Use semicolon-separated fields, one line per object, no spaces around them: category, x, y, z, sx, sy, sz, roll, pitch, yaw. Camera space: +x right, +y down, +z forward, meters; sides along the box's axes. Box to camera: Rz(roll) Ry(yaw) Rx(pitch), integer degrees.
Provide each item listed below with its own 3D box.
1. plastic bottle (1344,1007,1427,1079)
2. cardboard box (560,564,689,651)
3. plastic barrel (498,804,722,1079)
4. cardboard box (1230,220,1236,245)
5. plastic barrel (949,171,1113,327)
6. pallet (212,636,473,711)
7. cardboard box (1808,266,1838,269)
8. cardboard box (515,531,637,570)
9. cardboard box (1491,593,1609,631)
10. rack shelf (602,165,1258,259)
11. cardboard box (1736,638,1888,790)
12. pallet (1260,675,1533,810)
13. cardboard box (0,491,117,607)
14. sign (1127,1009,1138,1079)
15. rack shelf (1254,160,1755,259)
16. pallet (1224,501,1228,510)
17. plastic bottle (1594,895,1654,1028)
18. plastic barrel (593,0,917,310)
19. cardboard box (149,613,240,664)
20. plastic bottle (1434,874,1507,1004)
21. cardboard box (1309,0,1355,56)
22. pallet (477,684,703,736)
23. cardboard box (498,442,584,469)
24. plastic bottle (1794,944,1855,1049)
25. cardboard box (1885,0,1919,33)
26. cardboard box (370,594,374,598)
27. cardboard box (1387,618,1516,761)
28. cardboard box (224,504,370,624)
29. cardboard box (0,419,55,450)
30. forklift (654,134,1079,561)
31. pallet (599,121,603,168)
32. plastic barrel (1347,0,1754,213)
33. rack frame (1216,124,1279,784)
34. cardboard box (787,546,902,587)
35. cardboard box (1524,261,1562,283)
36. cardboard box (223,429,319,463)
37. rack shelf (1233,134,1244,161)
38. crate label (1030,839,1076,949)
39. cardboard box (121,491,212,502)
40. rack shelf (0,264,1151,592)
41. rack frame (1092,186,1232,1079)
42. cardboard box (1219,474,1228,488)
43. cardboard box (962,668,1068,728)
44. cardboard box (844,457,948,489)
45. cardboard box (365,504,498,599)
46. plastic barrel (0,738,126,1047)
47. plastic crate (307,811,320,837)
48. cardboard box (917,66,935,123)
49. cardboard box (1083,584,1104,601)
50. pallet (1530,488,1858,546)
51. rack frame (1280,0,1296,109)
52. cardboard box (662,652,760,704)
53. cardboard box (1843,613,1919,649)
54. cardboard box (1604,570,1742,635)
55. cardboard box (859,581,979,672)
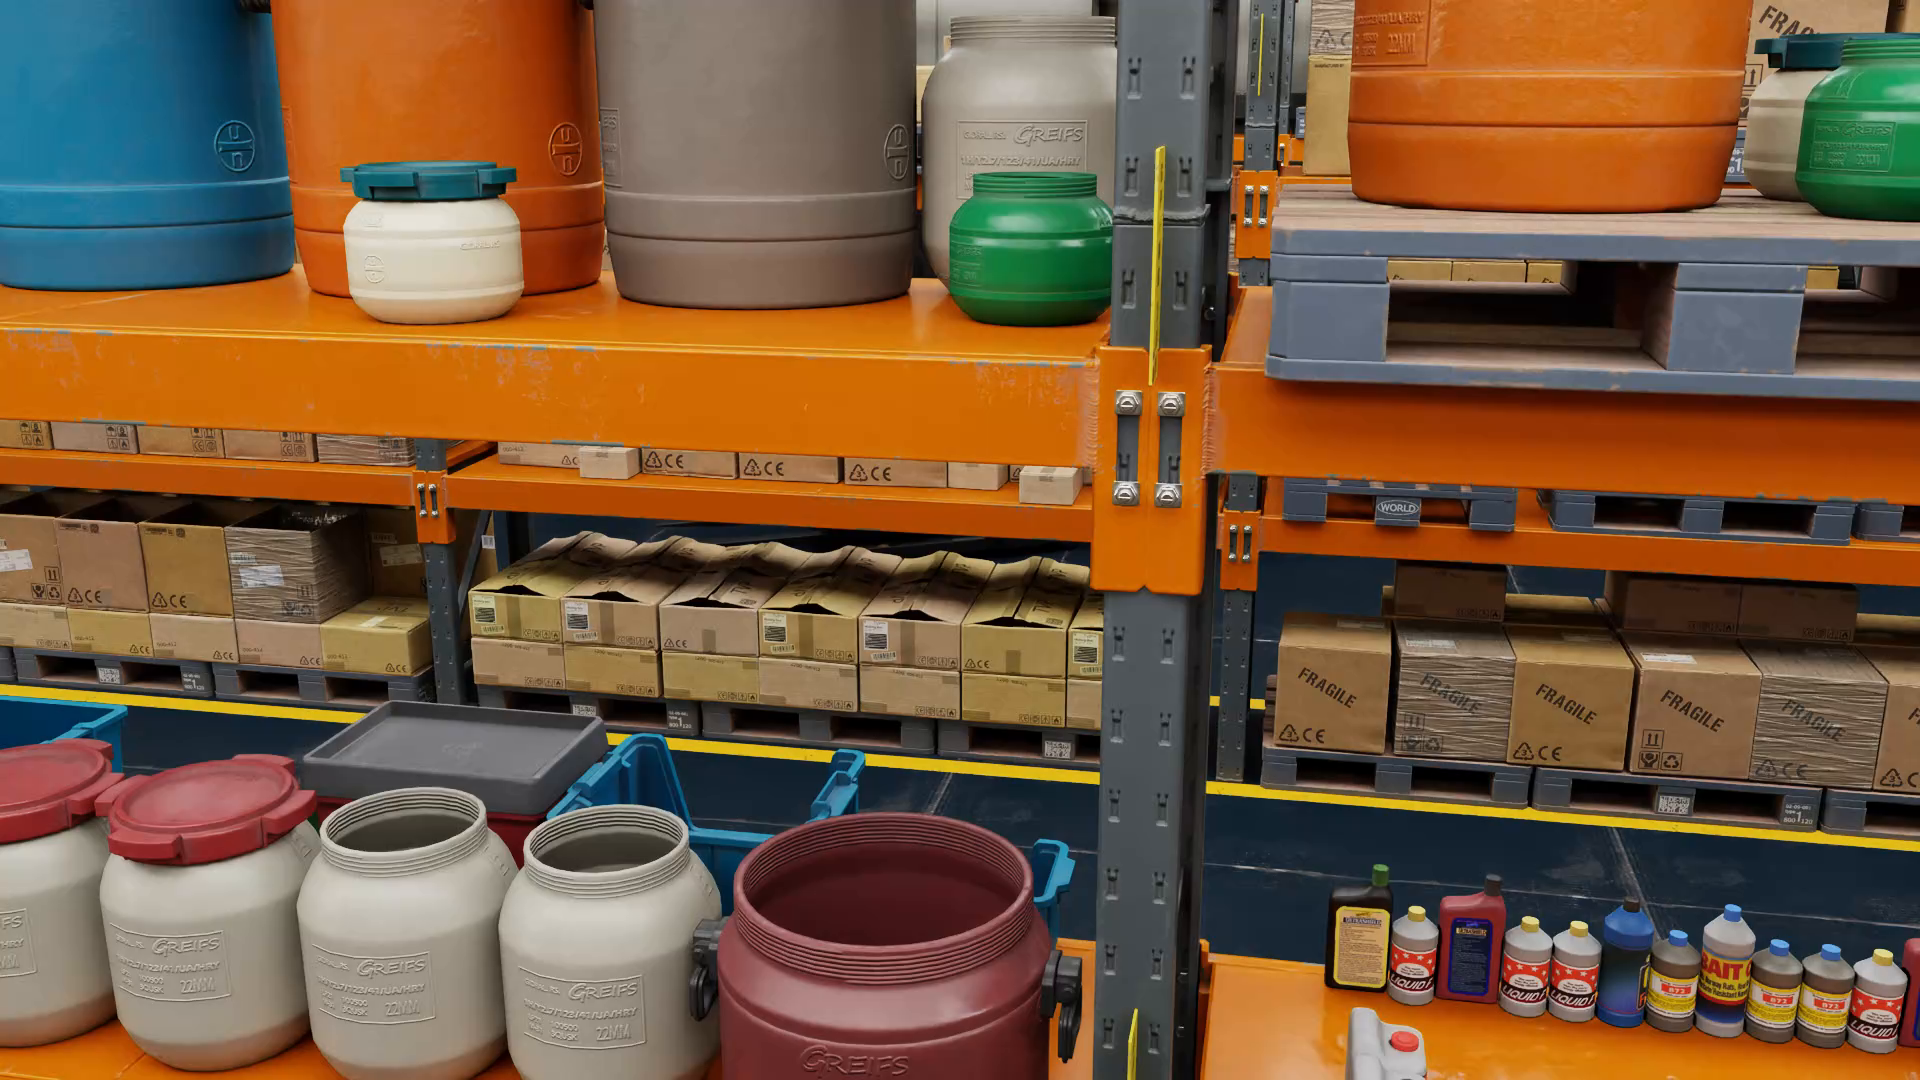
plastic bottle;0.770;0.994;3.018;0.135;0.276;0.152;3;16;11
cardboard box;-1.704;0.325;8.512;0.500;0.311;0.500;3;16;10
plastic barrel;-0.671;0.813;3.227;0.421;0.512;0.421;0;15;0
cardboard box;2.010;-2.309;12.482;0.250;0.149;0.380;1;16;4
plastic barrel;0.128;-0.504;2.866;0.294;0.245;0.294;0;15;0
pallet;-3.320;0.648;9.256;1.213;0.211;1.003;3;16;11
cardboard box;5.765;-2.033;11.527;0.500;0.250;0.500;4;16;12
cardboard box;-2.095;0.157;9.121;0.500;0.311;0.500;3;16;11
cardboard box;2.841;0.579;8.141;0.500;0.500;0.500;3;16;9
rack shelf;-0.589;-1.635;8.003;4.000;0.370;1.077;3;16;11
cardboard box;3.776;0.769;7.454;0.500;0.500;0.500;3;16;12
pallet;2.095;0.964;8.117;1.213;0.211;1.003;3;16;11
cardboard box;-5.005;0.042;9.180;0.500;0.500;0.500;3;16;11
sign;0.277;0.932;2.704;0.005;0.325;0.100;3;16;11
rack shelf;3.331;-1.422;7.235;4.000;0.370;1.077;3;16;11
pallet;1.589;-0.424;13.126;1.213;0.211;1.003;3;16;11
plastic bottle;1.388;0.872;3.468;0.097;0.271;0.097;0;15;0
plastic barrel;-0.382;-0.922;3.142;0.600;0.901;0.600;0;15;0
cardboard box;-4.028;0.461;9.073;0.500;0.250;0.500;3;16;11
plastic bottle;1.087;0.844;3.543;0.133;0.283;0.061;3;16;11
cardboard box;1.797;-2.380;7.287;0.500;0.500;0.500;3;16;11
pallet;-1.819;0.730;8.959;1.213;0.211;1.003;3;16;11
cardboard box;-2.058;-0.555;8.659;0.500;0.250;0.500;4;16;15
plastic bottle;1.769;0.926;3.402;0.097;0.201;0.097;0;15;0
cardboard box;4.152;-2.037;6.945;0.600;0.600;0.600;3;16;10
cardboard box;-3.432;0.348;9.479;0.500;0.250;0.500;3;16;11
cardboard box;2.274;0.688;7.746;0.500;0.500;0.500;3;16;9
cardboard box;-3.535;0.122;8.892;0.500;0.500;0.500;3;16;11
cardboard box;-5.013;-0.821;9.148;0.500;0.500;0.700;3;16;11
forklift;-0.593;-1.359;11.407;3.031;2.935;1.130;-5;16;-18
pallet;-1.682;-1.952;8.160;1.217;0.209;0.805;2;16;9
plastic barrel;0.936;-0.958;2.621;0.708;0.830;0.600;3;16;11
rack frame;1.371;-0.430;7.924;0.127;3.000;1.000;3;16;11
cardboard box;-0.604;0.238;8.829;0.500;0.311;0.500;3;16;10
cardboard box;4.288;-1.751;11.913;0.500;0.500;0.500;4;16;13
cardboard box;-3.503;-0.739;8.853;0.500;0.500;0.700;3;16;11
rack shelf;0.394;-2.931;12.682;4.000;0.370;1.077;3;16;11
crate label;0.042;0.826;3.704;0.416;0.233;0.303;3;16;11
cardboard box;-4.411;-0.067;9.573;0.500;0.500;0.500;3;16;11
rack shelf;-1.580;-0.339;3.326;4.000;0.370;1.077;3;16;11
rack frame;0.380;0.866;3.247;0.127;3.000;1.000;3;16;11
cardboard box;1.023;-0.417;8.047;0.500;0.311;0.500;4;16;15
cardboard box;0.301;0.703;8.201;0.500;0.250;0.500;3;16;10
cardboard box;-0.277;-0.563;8.217;0.500;0.500;0.500;2;16;8
cardboard box;-2.941;0.012;9.287;0.500;0.500;0.500;3;16;11
plastic barrel;-1.927;0.735;3.465;0.433;0.535;0.433;0;15;0
plastic crate;-1.777;0.774;3.975;0.662;0.188;0.450;3;16;11
cardboard box;-0.161;-2.071;7.725;0.500;0.250;0.500;3;16;10
cardboard box;0.916;0.318;8.538;0.500;0.311;0.500;4;16;13
pallet;3.277;-0.235;7.580;1.213;0.211;1.003;3;16;11
rack frame;2.354;-4.617;11.802;0.127;3.000;1.000;3;16;11
cardboard box;-1.194;0.621;8.495;0.500;0.250;0.500;3;16;9
cardboard box;4.340;0.661;7.845;0.500;0.500;0.500;3;16;12
cardboard box;3.393;0.245;7.941;0.500;0.250;0.500;3;16;10
cardboard box;-0.196;0.406;8.221;0.500;0.311;0.500;3;16;11
